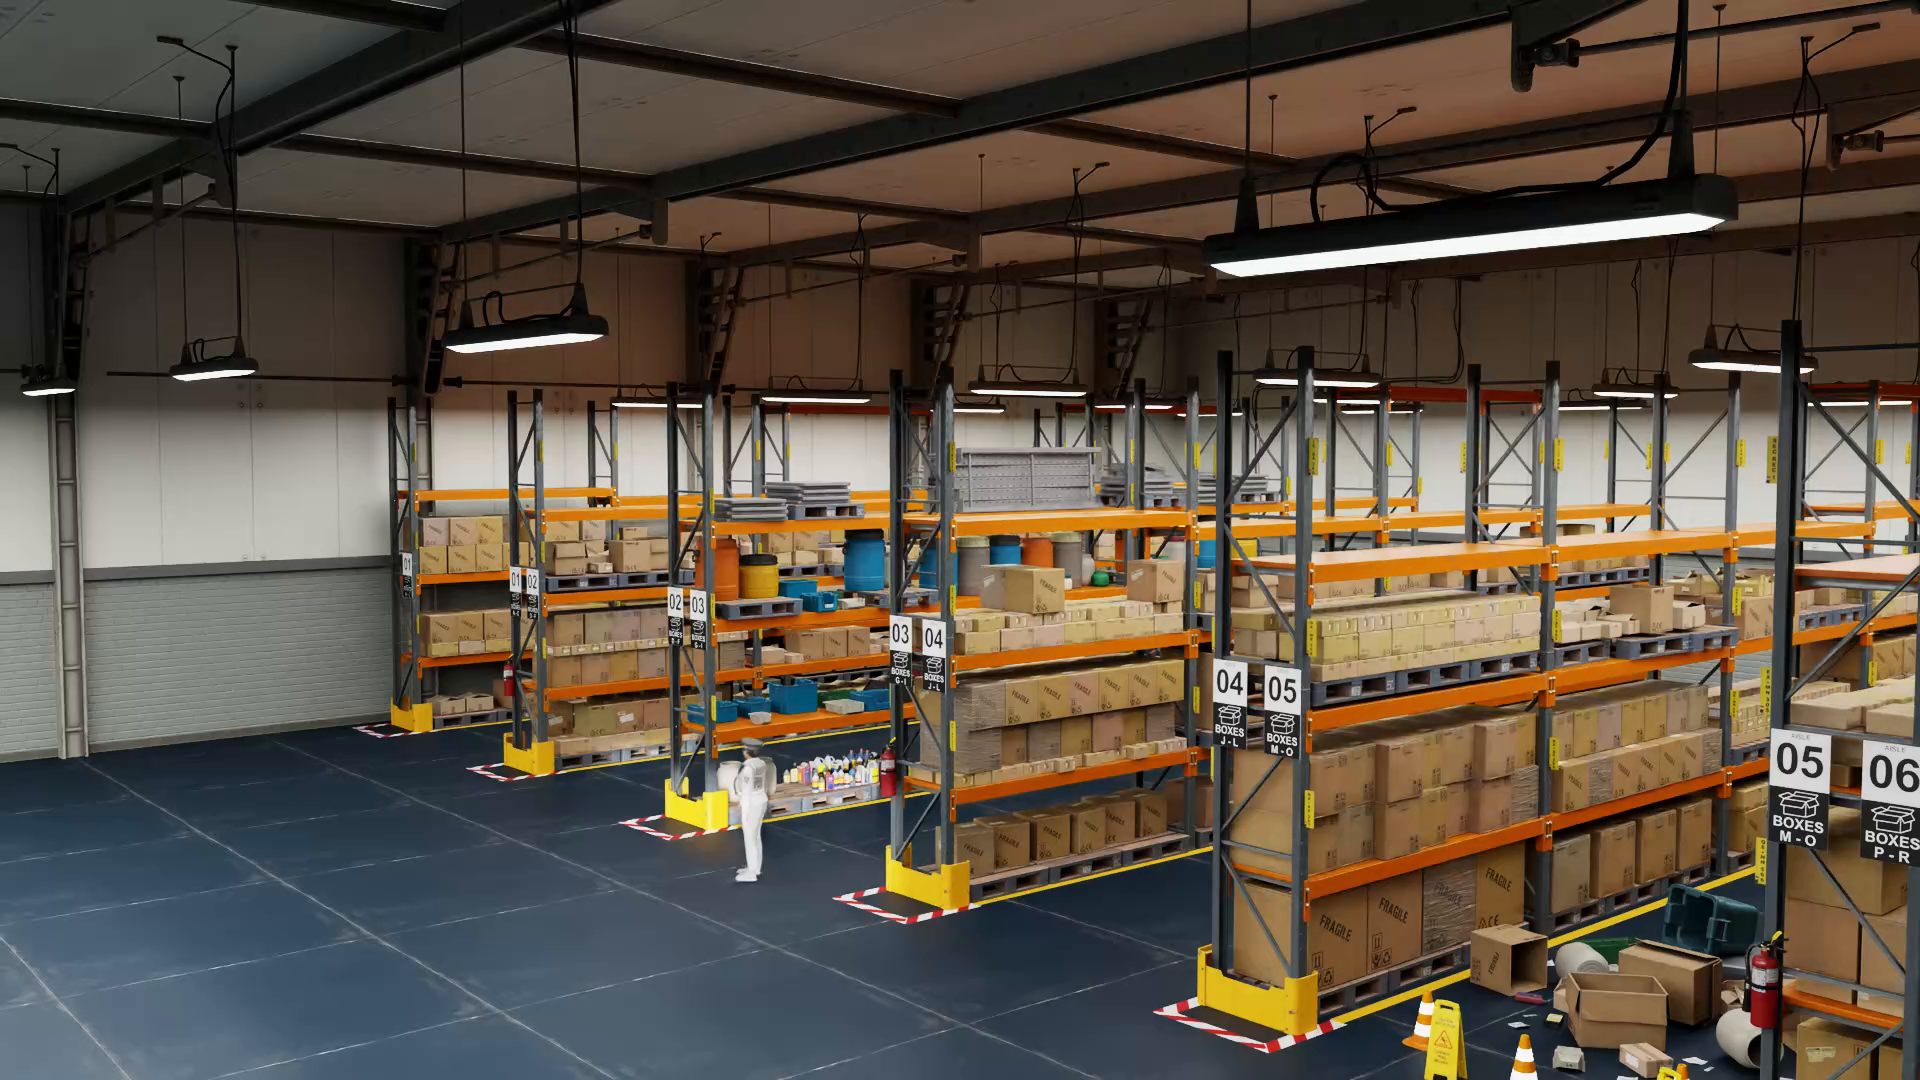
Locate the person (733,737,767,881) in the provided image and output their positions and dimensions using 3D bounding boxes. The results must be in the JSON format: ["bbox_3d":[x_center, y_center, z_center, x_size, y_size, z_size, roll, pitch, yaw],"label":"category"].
[{"bbox_3d":[-2.490,3.168,19.658,0.405,1.678,0.536,1,3,12],"label":"person"}]
